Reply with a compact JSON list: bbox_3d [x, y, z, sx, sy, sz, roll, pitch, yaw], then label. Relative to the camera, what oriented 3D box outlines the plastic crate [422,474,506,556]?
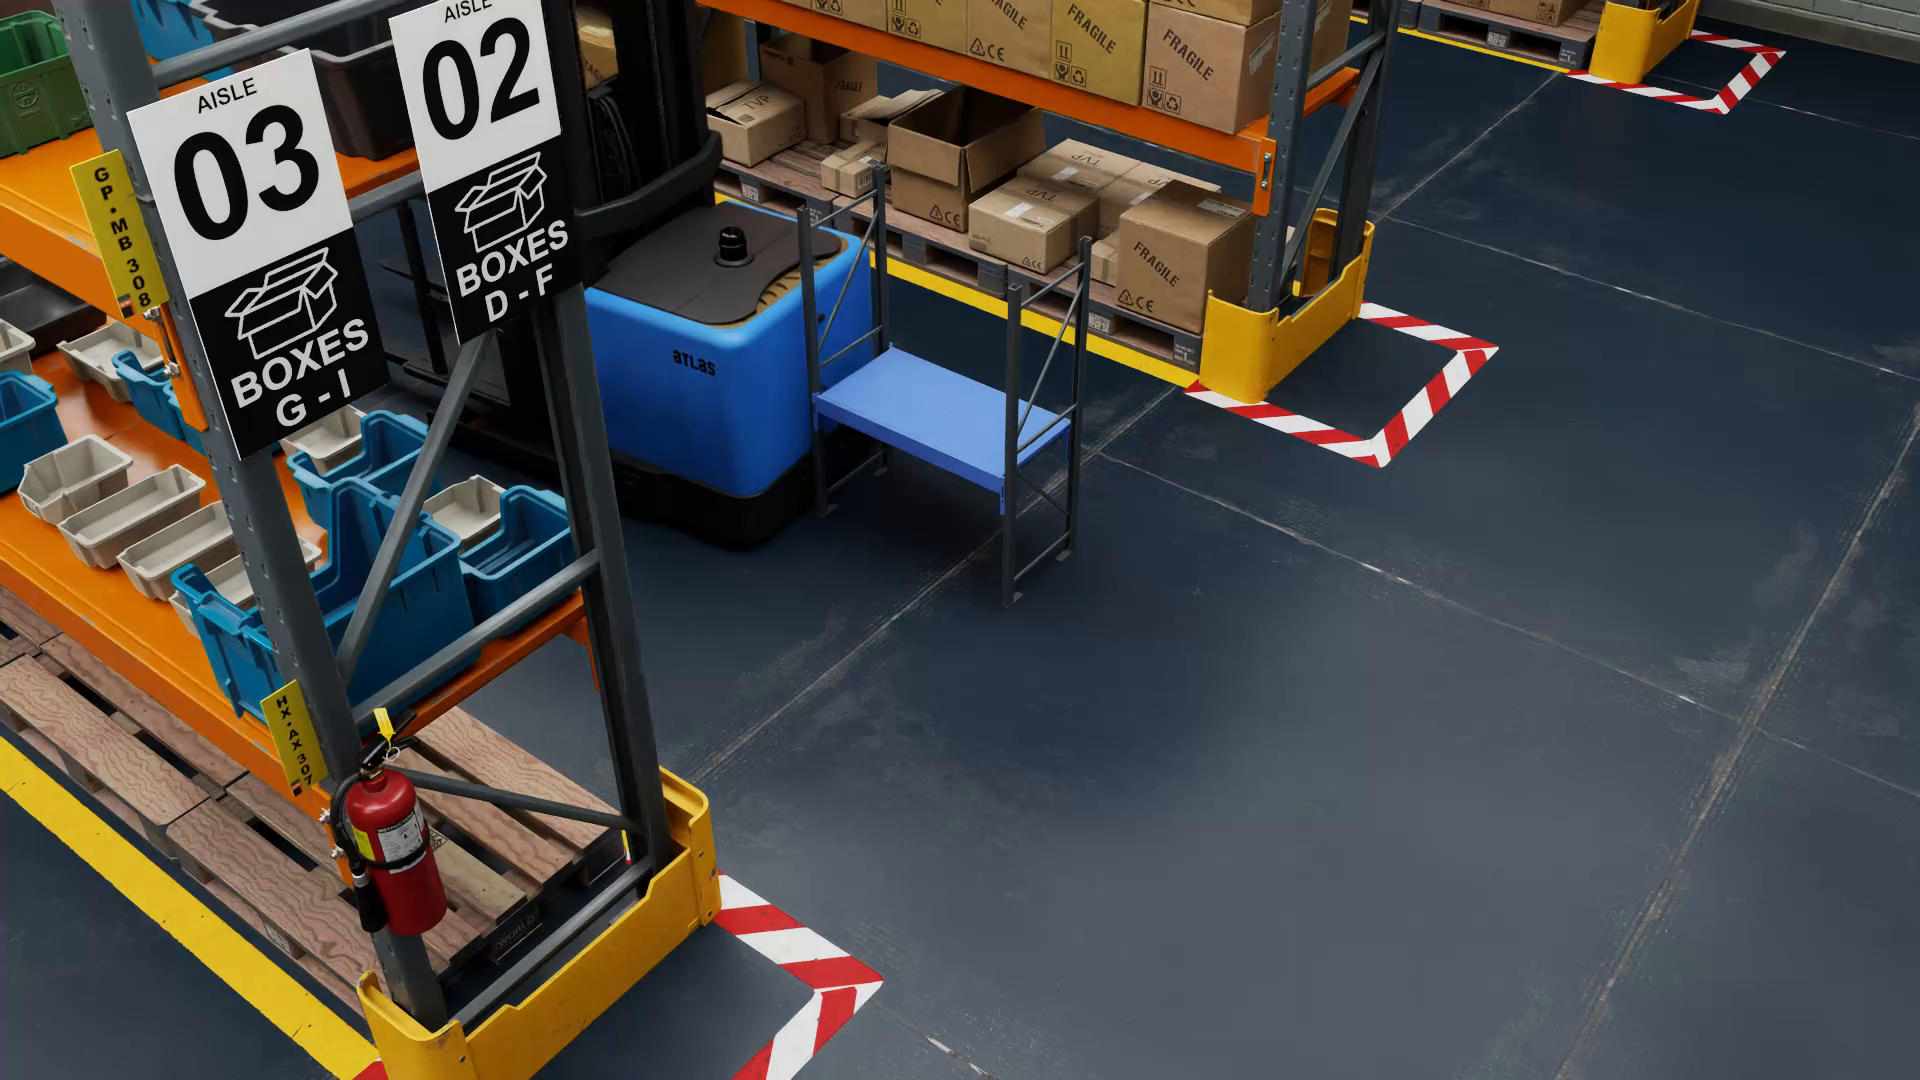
[{"bbox_3d":[-1.503,-0.058,5.056,0.298,0.136,0.250,25,45,29],"label":"plastic crate"}]

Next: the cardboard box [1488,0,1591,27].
[{"bbox_3d":[4.100,-3.969,11.574,0.500,0.500,0.700,25,45,29],"label":"cardboard box"}]

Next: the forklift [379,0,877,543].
[{"bbox_3d":[-1.904,-1.817,7.194,3.031,2.935,1.130,20,42,24],"label":"forklift"}]

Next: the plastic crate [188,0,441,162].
[{"bbox_3d":[-1.439,-1.134,3.938,0.590,0.269,0.497,25,45,29],"label":"plastic crate"}]

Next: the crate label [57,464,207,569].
[{"bbox_3d":[-2.518,-0.069,5.070,0.243,0.136,0.396,25,45,29],"label":"crate label"}]

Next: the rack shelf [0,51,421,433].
[{"bbox_3d":[-2.891,-1.371,4.718,4.000,0.370,1.077,25,45,29],"label":"rack shelf"}]

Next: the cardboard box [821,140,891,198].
[{"bbox_3d":[-0.572,-2.122,9.468,0.250,0.166,0.380,25,45,29],"label":"cardboard box"}]

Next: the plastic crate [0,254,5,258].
[{"bbox_3d":[-3.901,-1.232,6.354,0.575,0.384,0.392,25,45,29],"label":"plastic crate"}]

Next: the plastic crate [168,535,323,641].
[{"bbox_3d":[-2.060,0.139,4.804,0.243,0.136,0.396,25,45,29],"label":"plastic crate"}]

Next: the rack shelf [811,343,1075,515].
[{"bbox_3d":[-0.068,-0.481,6.939,1.000,0.185,0.538,25,45,29],"label":"rack shelf"}]

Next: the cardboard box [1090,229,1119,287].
[{"bbox_3d":[0.861,-1.485,8.654,0.250,0.166,0.380,25,45,29],"label":"cardboard box"}]

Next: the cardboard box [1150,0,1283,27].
[{"bbox_3d":[1.189,-2.613,7.262,0.500,0.500,0.500,25,44,28],"label":"cardboard box"}]

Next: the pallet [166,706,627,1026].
[{"bbox_3d":[-1.934,1.046,5.743,1.213,0.211,1.003,25,45,29],"label":"pallet"}]

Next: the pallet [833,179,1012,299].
[{"bbox_3d":[0.051,-1.834,9.421,1.213,0.211,1.003,25,45,29],"label":"pallet"}]

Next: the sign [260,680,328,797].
[{"bbox_3d":[-1.624,0.487,4.062,0.005,0.325,0.100,25,45,29],"label":"sign"}]

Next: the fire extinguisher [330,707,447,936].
[{"bbox_3d":[-1.459,0.732,4.247,0.183,0.674,0.296,25,45,29],"label":"fire extinguisher"}]

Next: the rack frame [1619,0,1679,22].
[{"bbox_3d":[4.716,-4.575,10.660,0.127,3.000,1.000,25,45,29],"label":"rack frame"}]

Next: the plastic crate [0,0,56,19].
[{"bbox_3d":[-2.349,-1.587,4.462,0.767,0.338,0.504,25,45,29],"label":"plastic crate"}]

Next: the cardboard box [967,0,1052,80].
[{"bbox_3d":[0.382,-2.604,8.062,0.500,0.500,0.500,26,45,29],"label":"cardboard box"}]

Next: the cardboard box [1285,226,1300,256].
[{"bbox_3d":[1.586,-1.524,8.719,0.250,0.149,0.380,25,45,29],"label":"cardboard box"}]

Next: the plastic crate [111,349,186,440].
[{"bbox_3d":[-2.583,-0.541,5.595,0.300,0.233,0.416,25,45,29],"label":"plastic crate"}]

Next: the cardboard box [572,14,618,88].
[{"bbox_3d":[-2.033,-2.880,10.166,0.500,0.500,0.500,25,44,28],"label":"cardboard box"}]

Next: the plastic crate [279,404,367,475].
[{"bbox_3d":[-2.042,-0.312,5.381,0.298,0.136,0.250,25,45,29],"label":"plastic crate"}]

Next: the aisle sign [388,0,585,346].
[{"bbox_3d":[-1.065,-0.866,3.814,0.004,0.787,0.394,25,45,29],"label":"aisle sign"}]

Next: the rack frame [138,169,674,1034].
[{"bbox_3d":[-1.302,0.276,4.464,0.127,3.000,1.000,25,45,29],"label":"rack frame"}]

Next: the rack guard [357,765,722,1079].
[{"bbox_3d":[-1.275,1.263,5.232,0.348,0.500,1.175,25,45,29],"label":"rack guard"}]

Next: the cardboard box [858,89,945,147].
[{"bbox_3d":[-0.247,-2.405,9.713,0.500,0.311,0.500,25,45,29],"label":"cardboard box"}]

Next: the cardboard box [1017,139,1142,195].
[{"bbox_3d":[0.656,-1.956,9.188,0.500,0.250,0.500,25,45,29],"label":"cardboard box"}]

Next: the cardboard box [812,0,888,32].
[{"bbox_3d":[-0.423,-2.983,8.545,0.500,0.500,0.500,25,44,28],"label":"cardboard box"}]

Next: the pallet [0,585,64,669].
[{"bbox_3d":[-3.872,0.132,6.910,1.213,0.211,1.003,25,45,29],"label":"pallet"}]

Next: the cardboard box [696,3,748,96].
[{"bbox_3d":[-1.703,-3.136,10.493,0.500,0.500,0.500,23,44,27],"label":"cardboard box"}]

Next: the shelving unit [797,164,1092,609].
[{"bbox_3d":[-0.068,-0.622,6.828,1.048,1.500,0.538,25,45,29],"label":"shelving unit"}]

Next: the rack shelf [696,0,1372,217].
[{"bbox_3d":[0.121,-2.614,8.739,4.000,0.370,1.077,25,45,29],"label":"rack shelf"}]

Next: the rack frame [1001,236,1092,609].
[{"bbox_3d":[0.336,-0.432,6.585,0.032,1.500,0.500,25,45,29],"label":"rack frame"}]

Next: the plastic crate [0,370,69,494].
[{"bbox_3d":[-3.089,-0.325,5.319,0.300,0.233,0.416,25,45,29],"label":"plastic crate"}]

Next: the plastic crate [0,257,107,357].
[{"bbox_3d":[-3.427,-0.850,6.077,0.590,0.125,0.437,25,45,29],"label":"plastic crate"}]

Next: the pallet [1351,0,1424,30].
[{"bbox_3d":[3.069,-4.195,12.438,1.213,0.211,1.003,25,45,29],"label":"pallet"}]

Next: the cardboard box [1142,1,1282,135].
[{"bbox_3d":[1.189,-2.222,7.574,0.500,0.500,0.500,27,45,30],"label":"cardboard box"}]

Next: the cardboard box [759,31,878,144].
[{"bbox_3d":[-0.842,-2.761,10.014,0.500,0.500,0.500,25,45,29],"label":"cardboard box"}]
